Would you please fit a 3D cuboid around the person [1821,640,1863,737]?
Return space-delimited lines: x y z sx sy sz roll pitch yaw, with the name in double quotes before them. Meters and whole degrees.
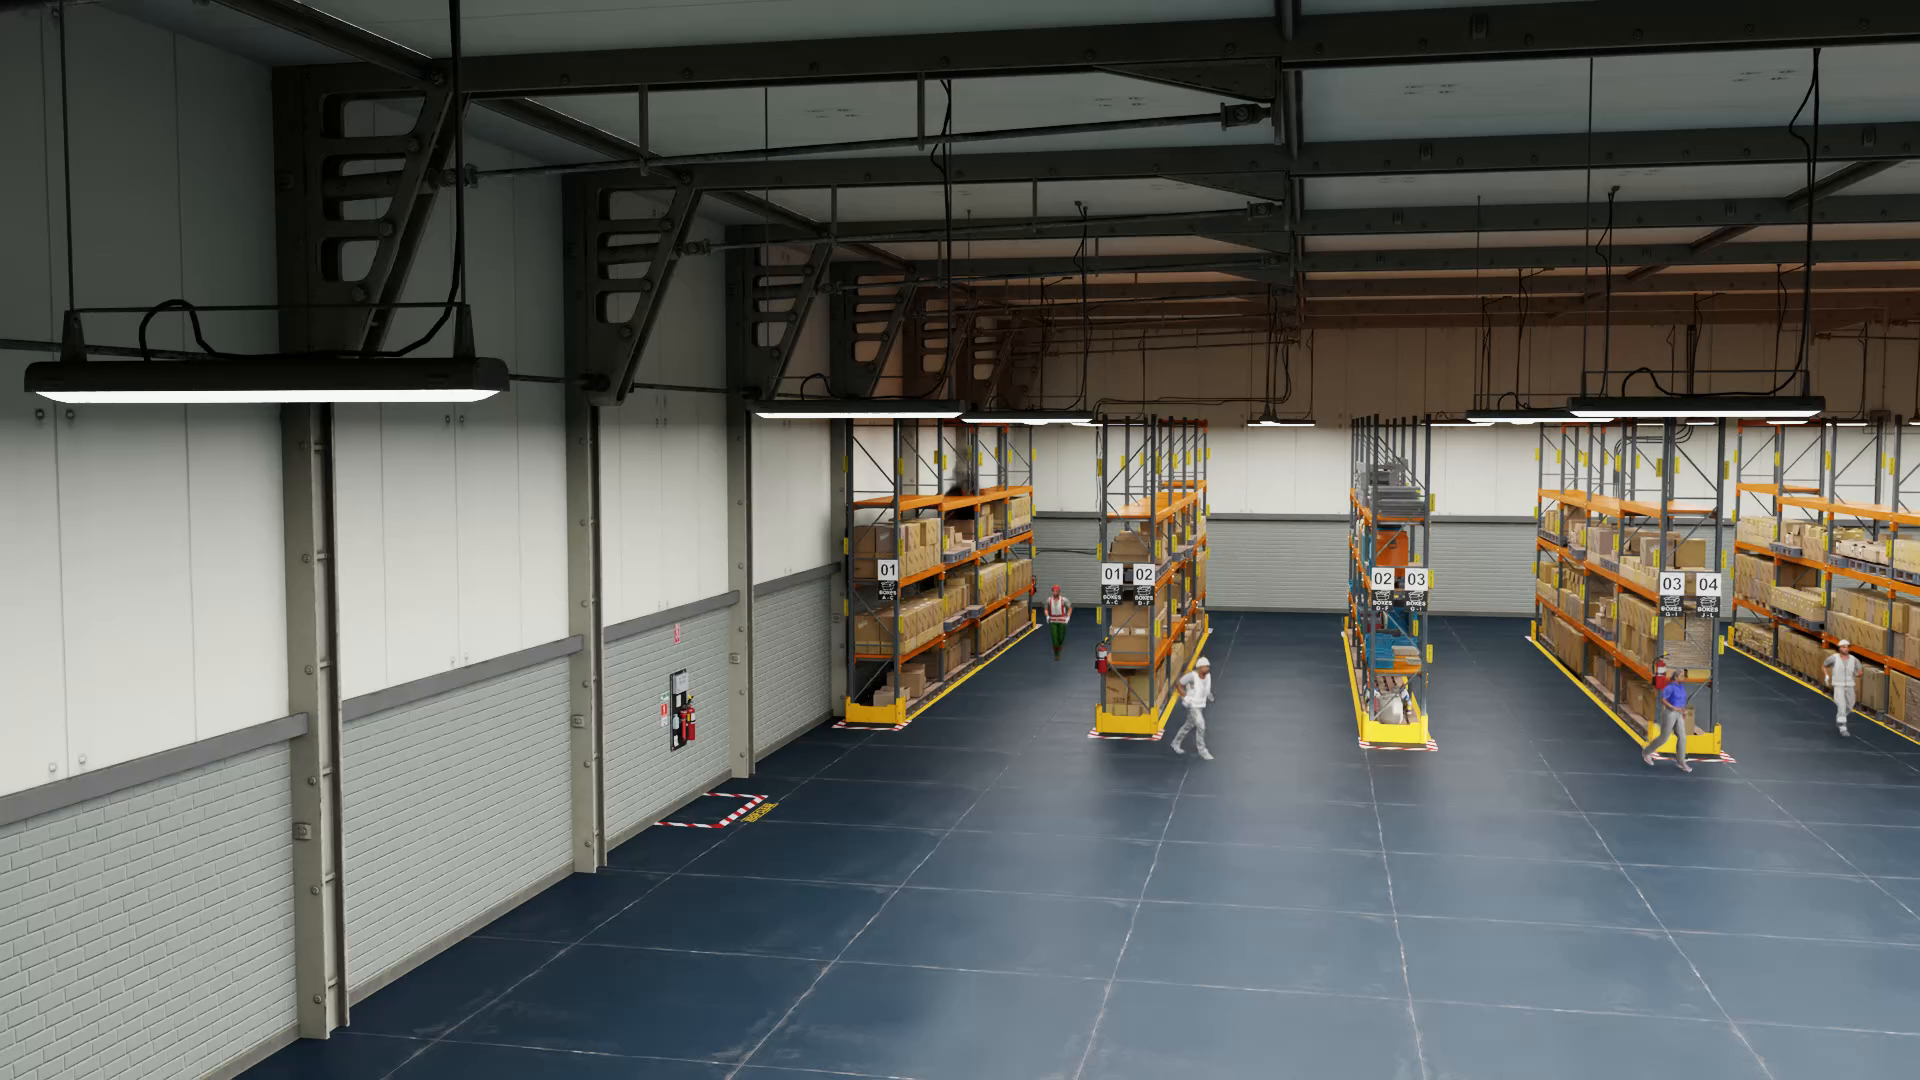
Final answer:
"person" 16.516 2.748 31.101 0.665 1.768 0.981 1 4 10

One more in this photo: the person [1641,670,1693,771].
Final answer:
"person" 12.084 3.018 28.133 0.641 1.655 0.864 -2 4 -32

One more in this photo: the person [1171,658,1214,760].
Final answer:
"person" 4.053 2.911 29.013 0.649 1.760 0.902 -4 5 -44

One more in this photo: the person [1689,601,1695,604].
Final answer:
"person" 19.536 1.878 44.920 0.718 1.756 0.775 -2 5 -33

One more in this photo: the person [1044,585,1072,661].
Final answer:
"person" 2.304 1.943 39.200 0.659 1.769 0.675 1 4 10
